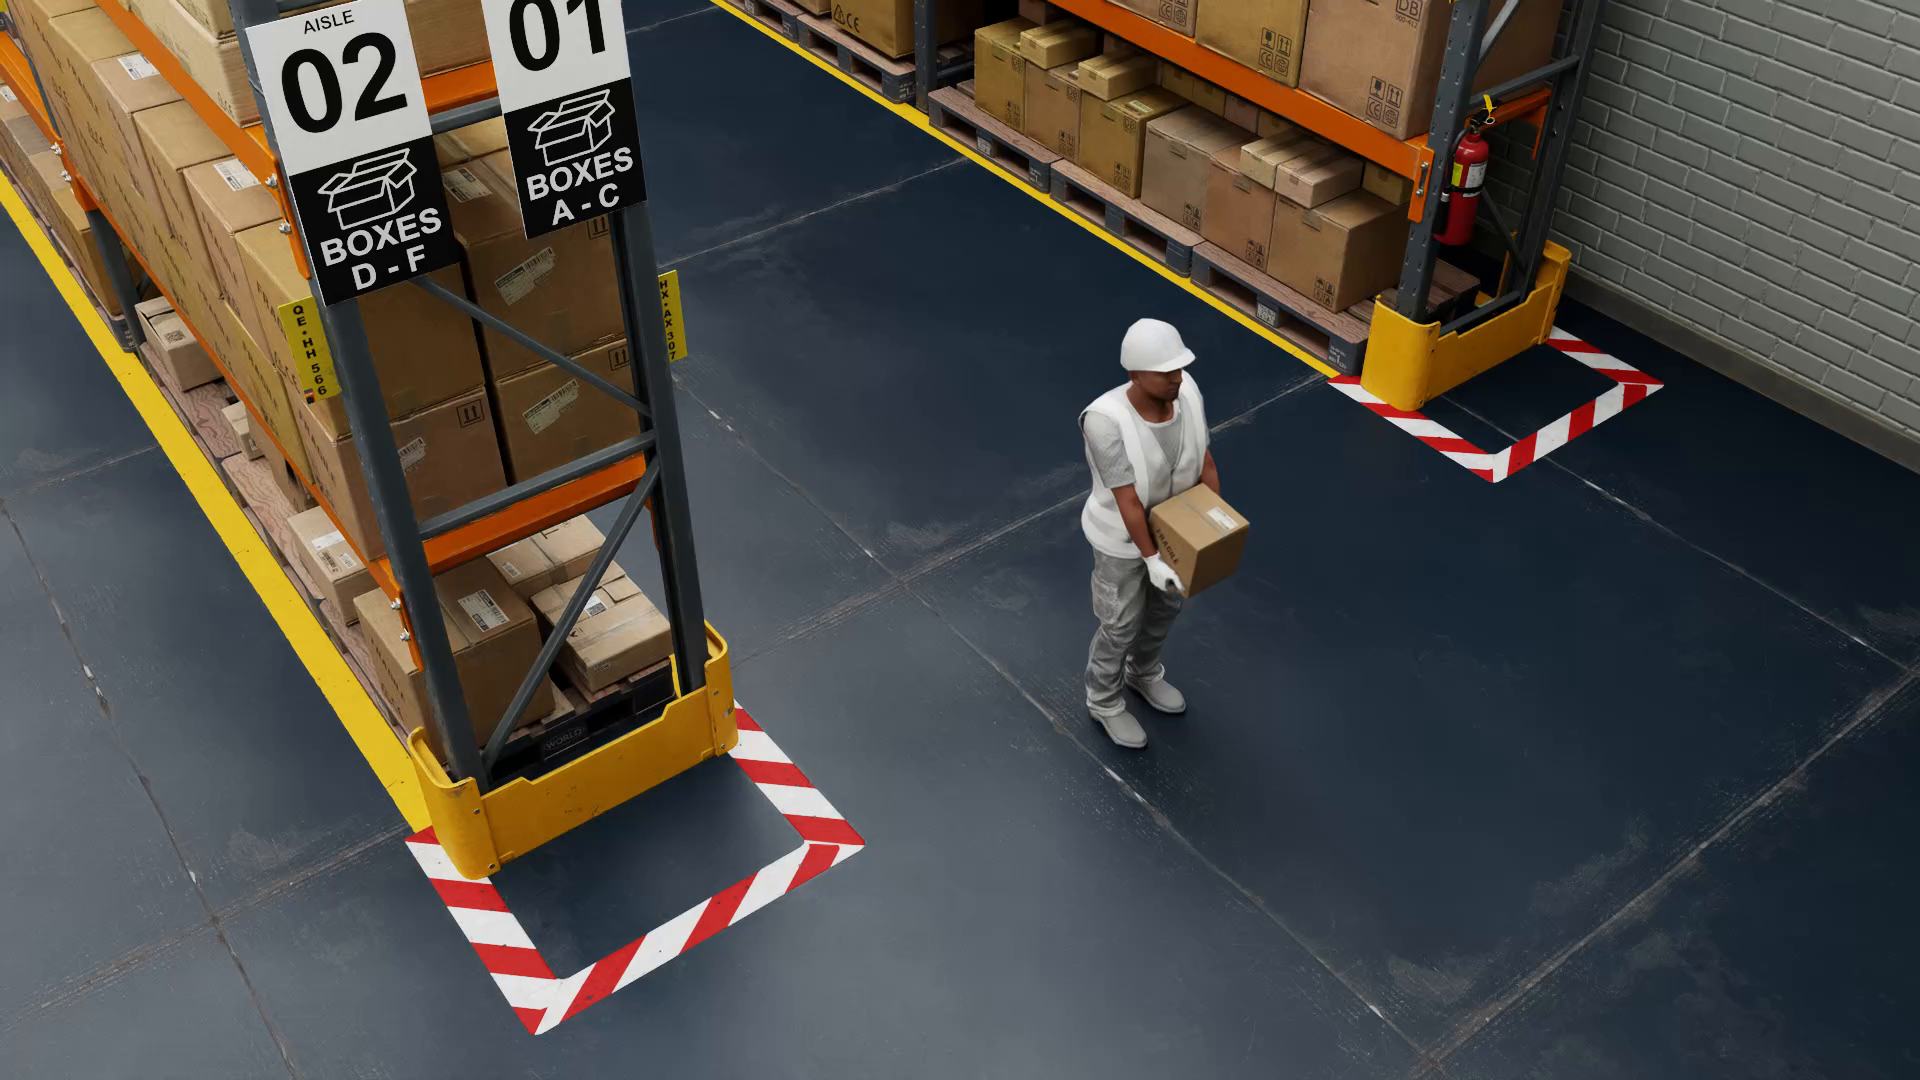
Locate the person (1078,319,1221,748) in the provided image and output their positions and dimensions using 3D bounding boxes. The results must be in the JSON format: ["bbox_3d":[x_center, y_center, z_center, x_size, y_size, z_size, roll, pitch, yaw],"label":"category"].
[{"bbox_3d":[0.737,0.020,6.118,0.488,1.781,0.564,-26,46,-27],"label":"person"}]
